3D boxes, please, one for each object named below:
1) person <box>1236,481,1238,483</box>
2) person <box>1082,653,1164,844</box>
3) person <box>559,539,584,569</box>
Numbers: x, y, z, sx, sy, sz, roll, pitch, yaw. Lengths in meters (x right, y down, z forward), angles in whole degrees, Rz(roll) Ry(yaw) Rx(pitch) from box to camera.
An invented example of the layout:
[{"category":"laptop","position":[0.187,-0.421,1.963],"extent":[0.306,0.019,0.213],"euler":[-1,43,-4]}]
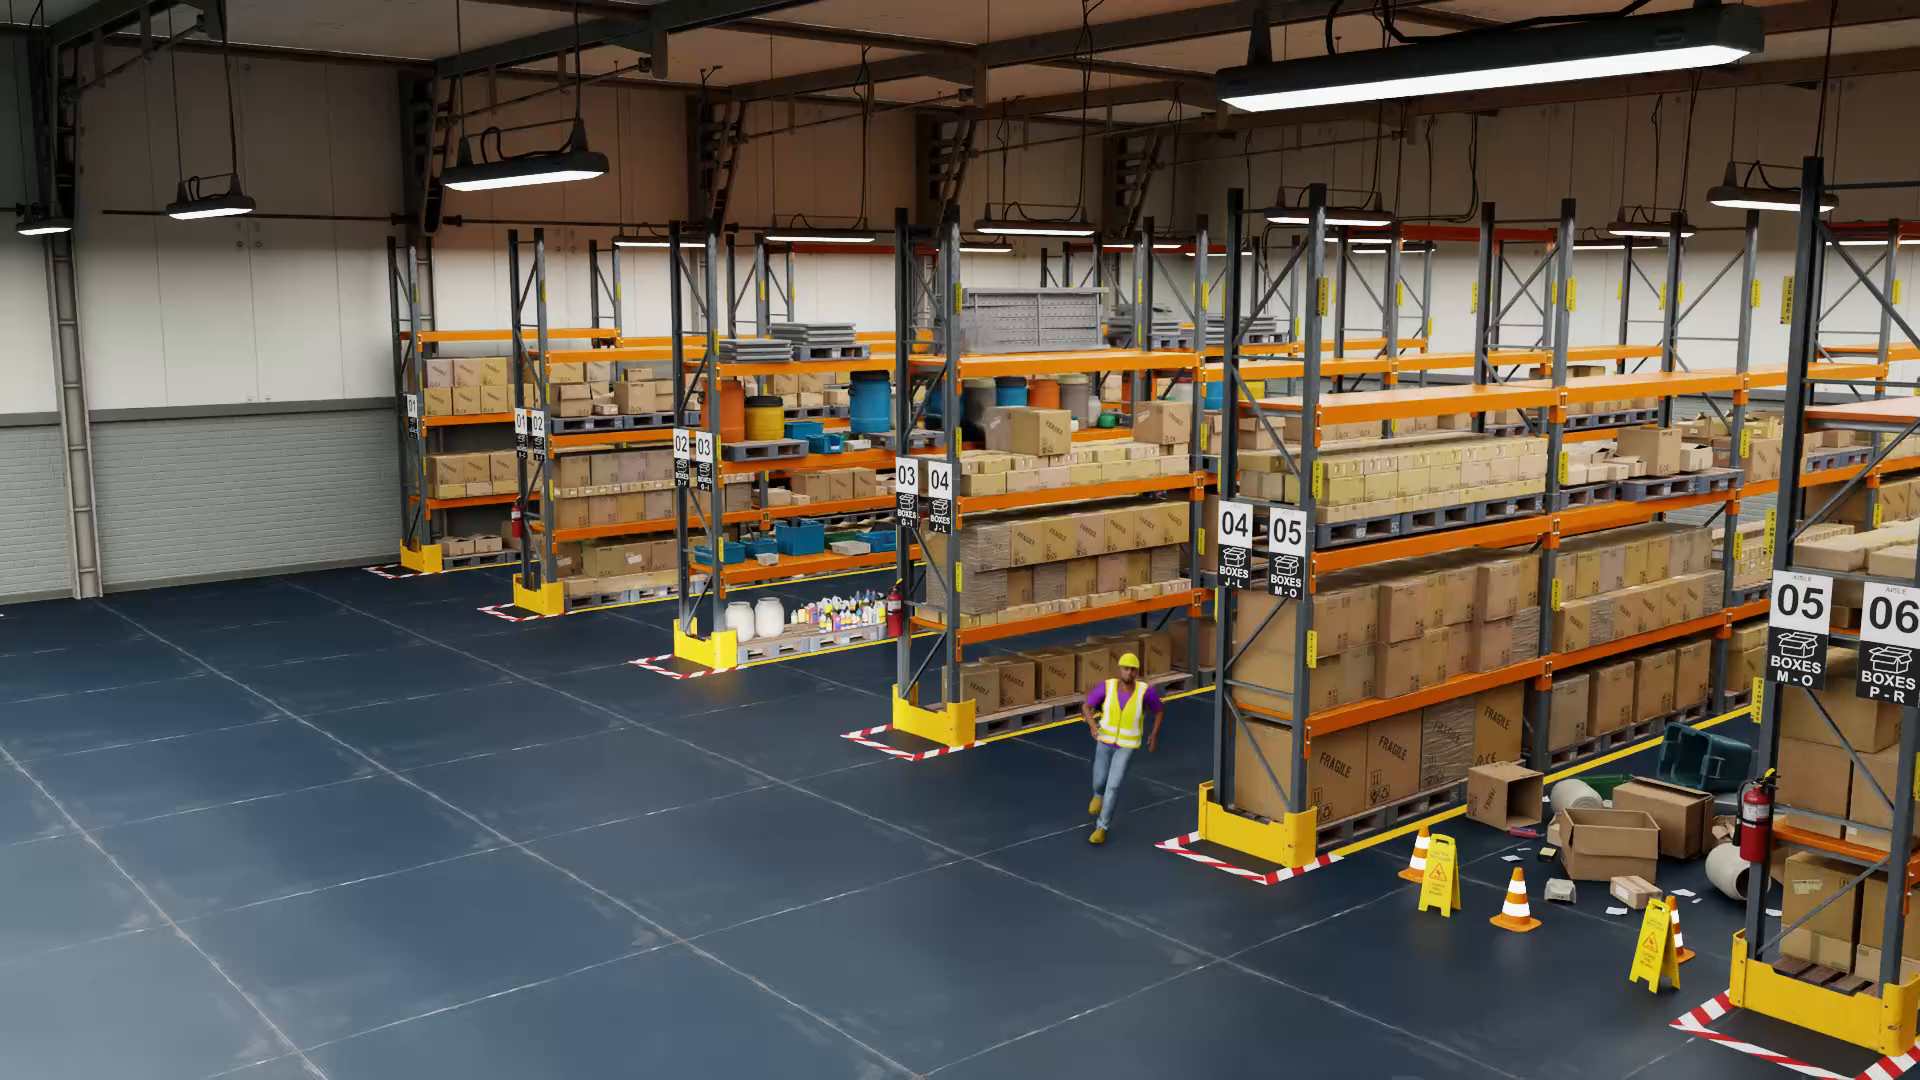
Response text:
[{"category":"person","position":[5.568,-0.992,34.337],"extent":[0.665,1.847,0.806],"euler":[5,10,31]},{"category":"person","position":[1.510,1.915,15.655],"extent":[0.765,1.729,0.947],"euler":[2,9,14]},{"category":"person","position":[-6.722,-0.093,28.670],"extent":[0.663,1.726,0.708],"euler":[-8,12,-42]}]
